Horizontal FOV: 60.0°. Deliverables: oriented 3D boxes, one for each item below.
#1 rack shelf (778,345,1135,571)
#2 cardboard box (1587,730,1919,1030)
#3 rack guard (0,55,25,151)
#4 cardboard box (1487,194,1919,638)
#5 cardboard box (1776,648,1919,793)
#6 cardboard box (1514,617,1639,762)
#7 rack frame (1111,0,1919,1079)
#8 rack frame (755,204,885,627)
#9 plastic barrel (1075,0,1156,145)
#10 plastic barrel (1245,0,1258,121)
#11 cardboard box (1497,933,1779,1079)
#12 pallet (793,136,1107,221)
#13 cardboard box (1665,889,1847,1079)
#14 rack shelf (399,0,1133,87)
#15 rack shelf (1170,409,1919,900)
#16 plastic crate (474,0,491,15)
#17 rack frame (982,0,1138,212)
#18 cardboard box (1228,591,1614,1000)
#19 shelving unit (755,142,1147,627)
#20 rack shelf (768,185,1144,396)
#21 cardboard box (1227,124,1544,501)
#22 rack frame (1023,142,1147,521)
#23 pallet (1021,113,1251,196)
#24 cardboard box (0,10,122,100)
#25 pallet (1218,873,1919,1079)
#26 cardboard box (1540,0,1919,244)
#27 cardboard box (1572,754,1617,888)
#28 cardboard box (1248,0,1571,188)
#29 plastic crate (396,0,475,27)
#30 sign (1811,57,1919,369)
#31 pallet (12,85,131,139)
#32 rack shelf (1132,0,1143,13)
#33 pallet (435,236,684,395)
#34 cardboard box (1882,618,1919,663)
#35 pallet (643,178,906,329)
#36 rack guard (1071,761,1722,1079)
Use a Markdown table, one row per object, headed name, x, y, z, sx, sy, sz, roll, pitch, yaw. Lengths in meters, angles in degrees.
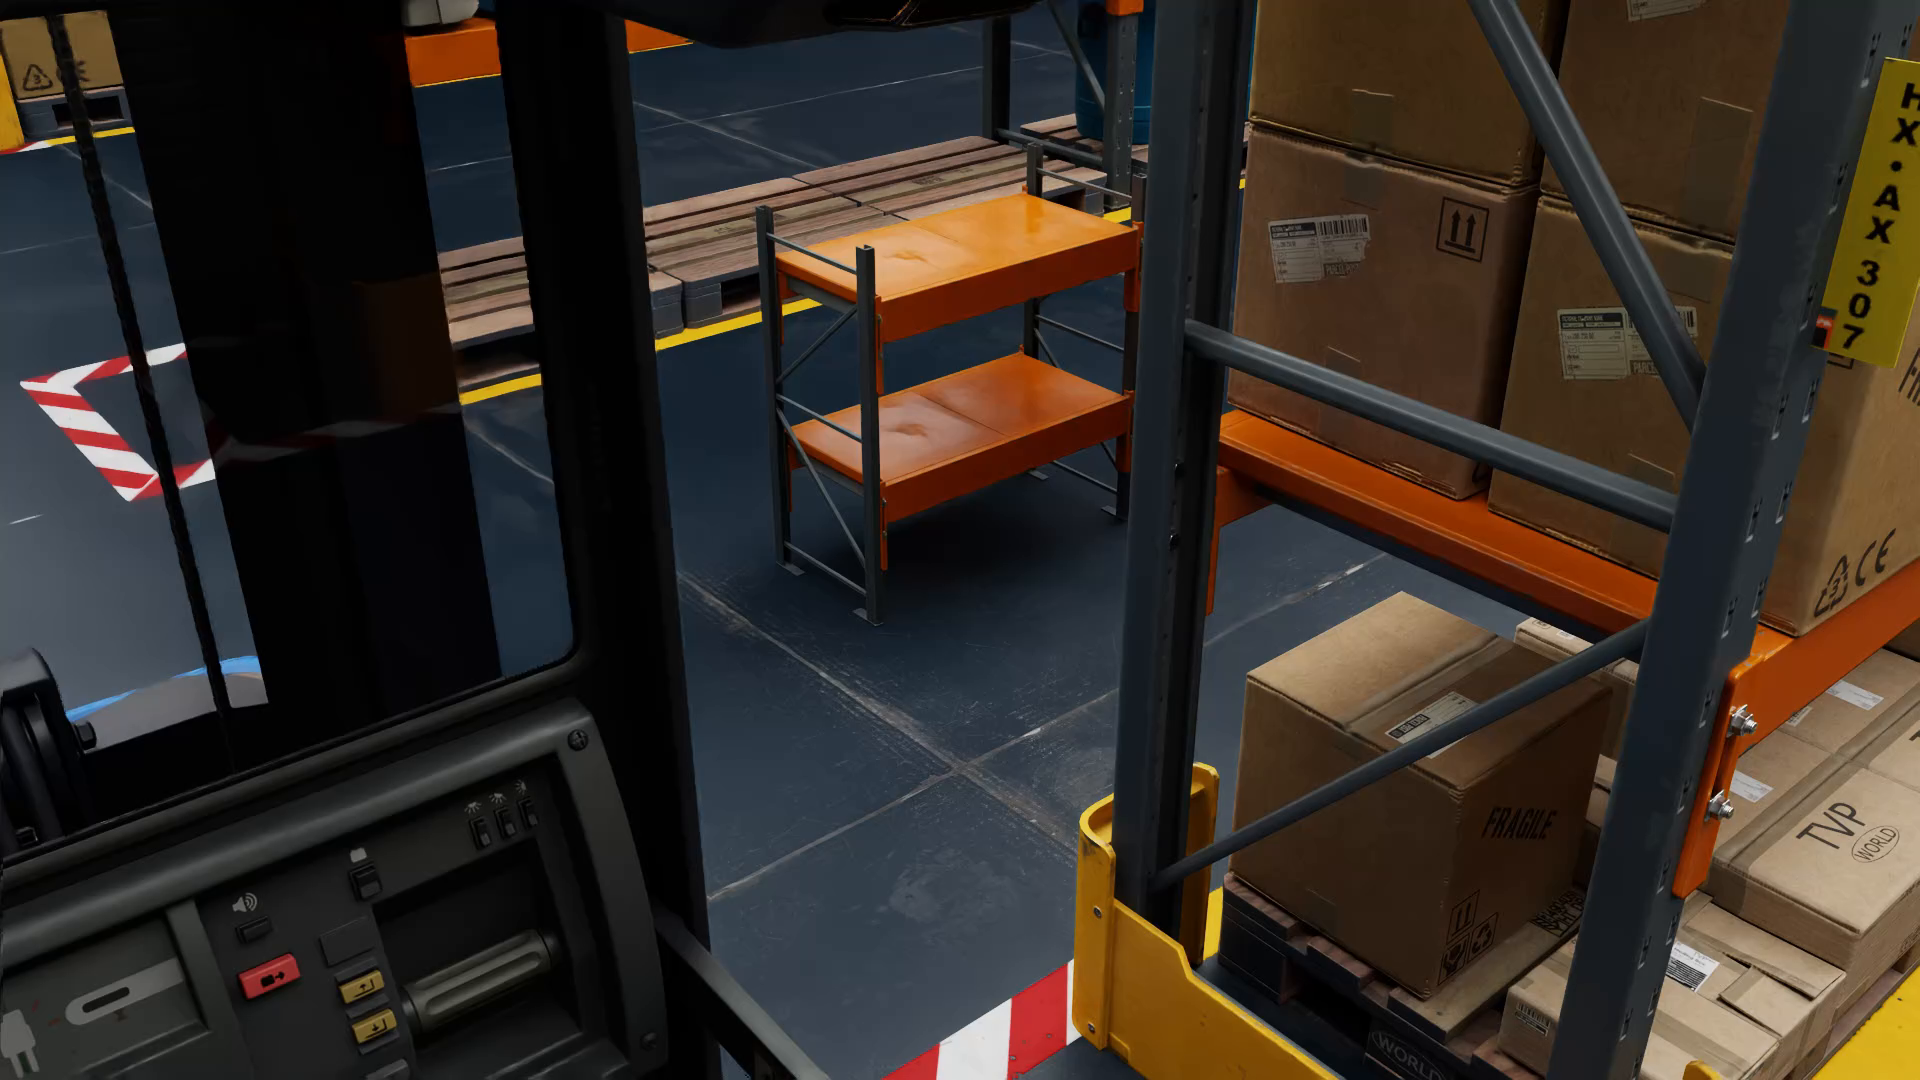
| name | x | y | z | sx | sy | sz | roll | pitch | yaw |
| --- | --- | --- | --- | --- | --- | --- | --- | --- | --- |
| rack shelf | -0.005 | -0.278 | 5.096 | 1.000 | 0.278 | 0.538 | -22 | 35 | -35 |
| cardboard box | 1.632 | 0.637 | 3.326 | 0.500 | 0.250 | 0.500 | -22 | 35 | -35 |
| rack guard | -5.791 | -2.607 | 9.598 | 0.348 | 0.500 | 1.175 | -22 | 35 | -35 |
| cardboard box | 1.163 | -0.249 | 2.428 | 0.500 | 0.500 | 0.500 | -21 | 35 | -34 |
| cardboard box | 2.013 | 0.484 | 3.612 | 0.500 | 0.250 | 0.500 | -22 | 35 | -35 |
| cardboard box | 1.650 | 0.320 | 3.919 | 0.500 | 0.250 | 0.500 | -22 | 35 | -35 |
| rack frame | 0.654 | -0.164 | 2.374 | 0.127 | 3.000 | 1.000 | -22 | 35 | -35 |
| rack frame | -0.392 | -0.339 | 4.690 | 0.032 | 1.125 | 0.500 | -22 | 35 | -35 |
| plastic barrel | 0.910 | -2.585 | 8.685 | 0.708 | 0.901 | 0.600 | -22 | 35 | -35 |
| plastic barrel | 1.449 | -2.801 | 9.090 | 0.708 | 0.901 | 0.600 | -22 | 35 | -35 |
| cardboard box | 1.196 | 0.895 | 2.952 | 0.250 | 0.149 | 0.380 | -22 | 35 | -35 |
| pallet | -0.049 | -1.696 | 8.200 | 1.213 | 0.211 | 1.003 | -22 | 35 | -35 |
| cardboard box | 1.386 | 0.810 | 3.091 | 0.250 | 0.166 | 0.380 | -22 | 35 | -35 |
| rack shelf | -1.036 | -2.236 | 7.014 | 4.000 | 0.370 | 1.077 | -22 | 35 | -35 |
| rack shelf | 2.176 | -0.458 | 3.689 | 4.000 | 0.370 | 1.077 | -22 | 35 | -35 |
| plastic crate | -1.655 | -2.053 | 6.022 | 0.300 | 0.233 | 0.416 | -22 | 35 | -35 |
| rack frame | 0.485 | -3.165 | 7.990 | 0.127 | 3.000 | 1.000 | -22 | 35 | -35 |
| cardboard box | 0.908 | 0.490 | 3.336 | 0.500 | 0.500 | 0.500 | -22 | 35 | -35 |
| shelving unit | -0.005 | -0.494 | 4.981 | 1.048 | 1.125 | 0.538 | -22 | 35 | -35 |
| rack shelf | -0.005 | -0.752 | 4.843 | 1.000 | 0.278 | 0.538 | -22 | 35 | -35 |
| cardboard box | 0.818 | -0.443 | 2.790 | 0.500 | 0.500 | 0.500 | -21 | 34 | -33 |
| rack frame | 0.382 | -0.650 | 5.272 | 0.032 | 1.125 | 0.500 | -22 | 35 | -35 |
| pallet | 1.099 | -2.156 | 9.061 | 1.213 | 0.211 | 1.003 | -22 | 35 | -35 |
| cardboard box | -5.338 | -3.190 | 9.845 | 0.875 | 0.875 | 0.875 | -22 | 35 | -35 |
| pallet | 1.318 | 0.799 | 3.532 | 1.213 | 0.211 | 1.003 | -22 | 35 | -35 |
| cardboard box | 1.163 | -0.690 | 2.192 | 0.500 | 0.500 | 0.500 | -21 | 34 | -33 |
| cardboard box | 1.275 | 0.545 | 3.586 | 0.250 | 0.166 | 0.380 | -22 | 35 | -35 |
| cardboard box | 0.814 | -0.884 | 2.554 | 0.500 | 0.500 | 0.500 | -22 | 35 | -35 |
| plastic crate | -1.859 | -1.877 | 5.796 | 0.298 | 0.136 | 0.250 | -22 | 35 | -35 |
| sign | 1.007 | -0.351 | 1.806 | 0.005 | 0.325 | 0.100 | -22 | 35 | -35 |
| pallet | -5.215 | -2.760 | 10.190 | 1.213 | 0.211 | 1.003 | -22 | 35 | -35 |
| rack shelf | 2.007 | -3.459 | 9.304 | 4.000 | 0.370 | 1.077 | -22 | 35 | -35 |
| pallet | -1.905 | -0.950 | 6.803 | 1.213 | 0.211 | 1.003 | -22 | 35 | -35 |
| cardboard box | 2.271 | 0.096 | 4.070 | 0.637 | 0.503 | 0.797 | -22 | 35 | -35 |
| pallet | -0.978 | -1.321 | 7.498 | 1.213 | 0.211 | 1.003 | -22 | 35 | -35 |
| rack guard | 0.712 | 0.915 | 3.007 | 0.348 | 0.500 | 1.175 | -22 | 35 | -35 |
